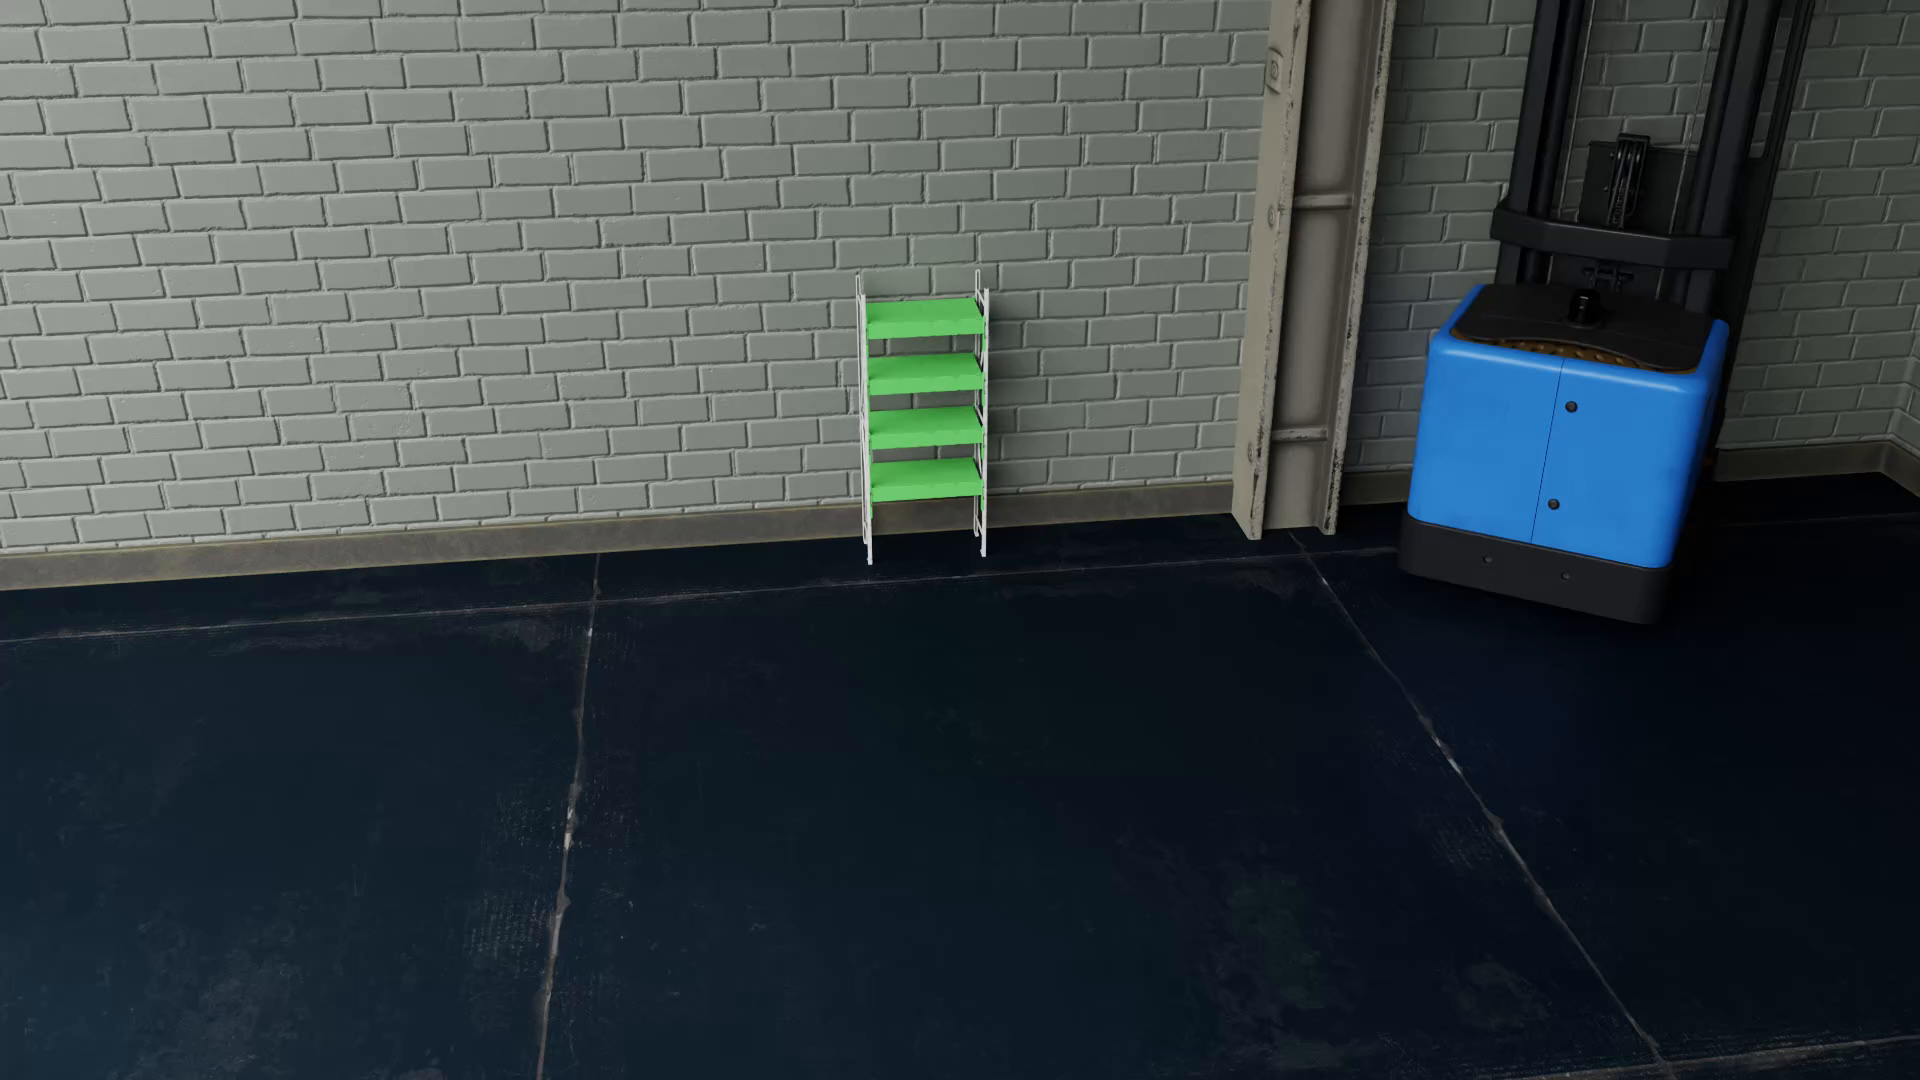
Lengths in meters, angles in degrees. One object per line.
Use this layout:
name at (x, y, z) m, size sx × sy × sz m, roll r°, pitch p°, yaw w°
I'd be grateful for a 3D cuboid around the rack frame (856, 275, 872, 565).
rack frame at (-0.395, -0.480, 6.866) m, size 0.015 × 1.200 × 0.240 m, roll -4°, pitch 28°, yaw -8°

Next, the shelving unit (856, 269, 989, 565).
shelving unit at (-0.154, -0.497, 6.898) m, size 0.503 × 1.200 × 0.258 m, roll -4°, pitch 28°, yaw -8°

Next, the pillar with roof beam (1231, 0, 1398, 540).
pillar with roof beam at (2.036, -2.140, 1.564) m, size 0.400 × 9.000 × 9.100 m, roll -4°, pitch 27°, yaw -7°

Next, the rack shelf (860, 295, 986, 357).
rack shelf at (-0.153, -0.863, 6.702) m, size 0.480 × 0.148 × 0.258 m, roll -4°, pitch 28°, yaw -8°

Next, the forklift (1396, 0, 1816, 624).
forklift at (2.942, -1.618, 7.193) m, size 1.130 × 2.935 × 3.031 m, roll 13°, pitch 30°, yaw 24°

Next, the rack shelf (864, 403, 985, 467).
rack shelf at (-0.154, -0.441, 6.929) m, size 0.480 × 0.148 × 0.258 m, roll -4°, pitch 28°, yaw -8°

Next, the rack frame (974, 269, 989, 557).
rack frame at (0.087, -0.513, 6.931) m, size 0.015 × 1.200 × 0.240 m, roll -4°, pitch 28°, yaw -8°

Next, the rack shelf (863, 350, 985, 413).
rack shelf at (-0.154, -0.652, 6.815) m, size 0.480 × 0.148 × 0.258 m, roll -4°, pitch 28°, yaw -8°

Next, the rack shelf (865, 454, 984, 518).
rack shelf at (-0.155, -0.229, 7.042) m, size 0.480 × 0.148 × 0.258 m, roll -4°, pitch 28°, yaw -8°
